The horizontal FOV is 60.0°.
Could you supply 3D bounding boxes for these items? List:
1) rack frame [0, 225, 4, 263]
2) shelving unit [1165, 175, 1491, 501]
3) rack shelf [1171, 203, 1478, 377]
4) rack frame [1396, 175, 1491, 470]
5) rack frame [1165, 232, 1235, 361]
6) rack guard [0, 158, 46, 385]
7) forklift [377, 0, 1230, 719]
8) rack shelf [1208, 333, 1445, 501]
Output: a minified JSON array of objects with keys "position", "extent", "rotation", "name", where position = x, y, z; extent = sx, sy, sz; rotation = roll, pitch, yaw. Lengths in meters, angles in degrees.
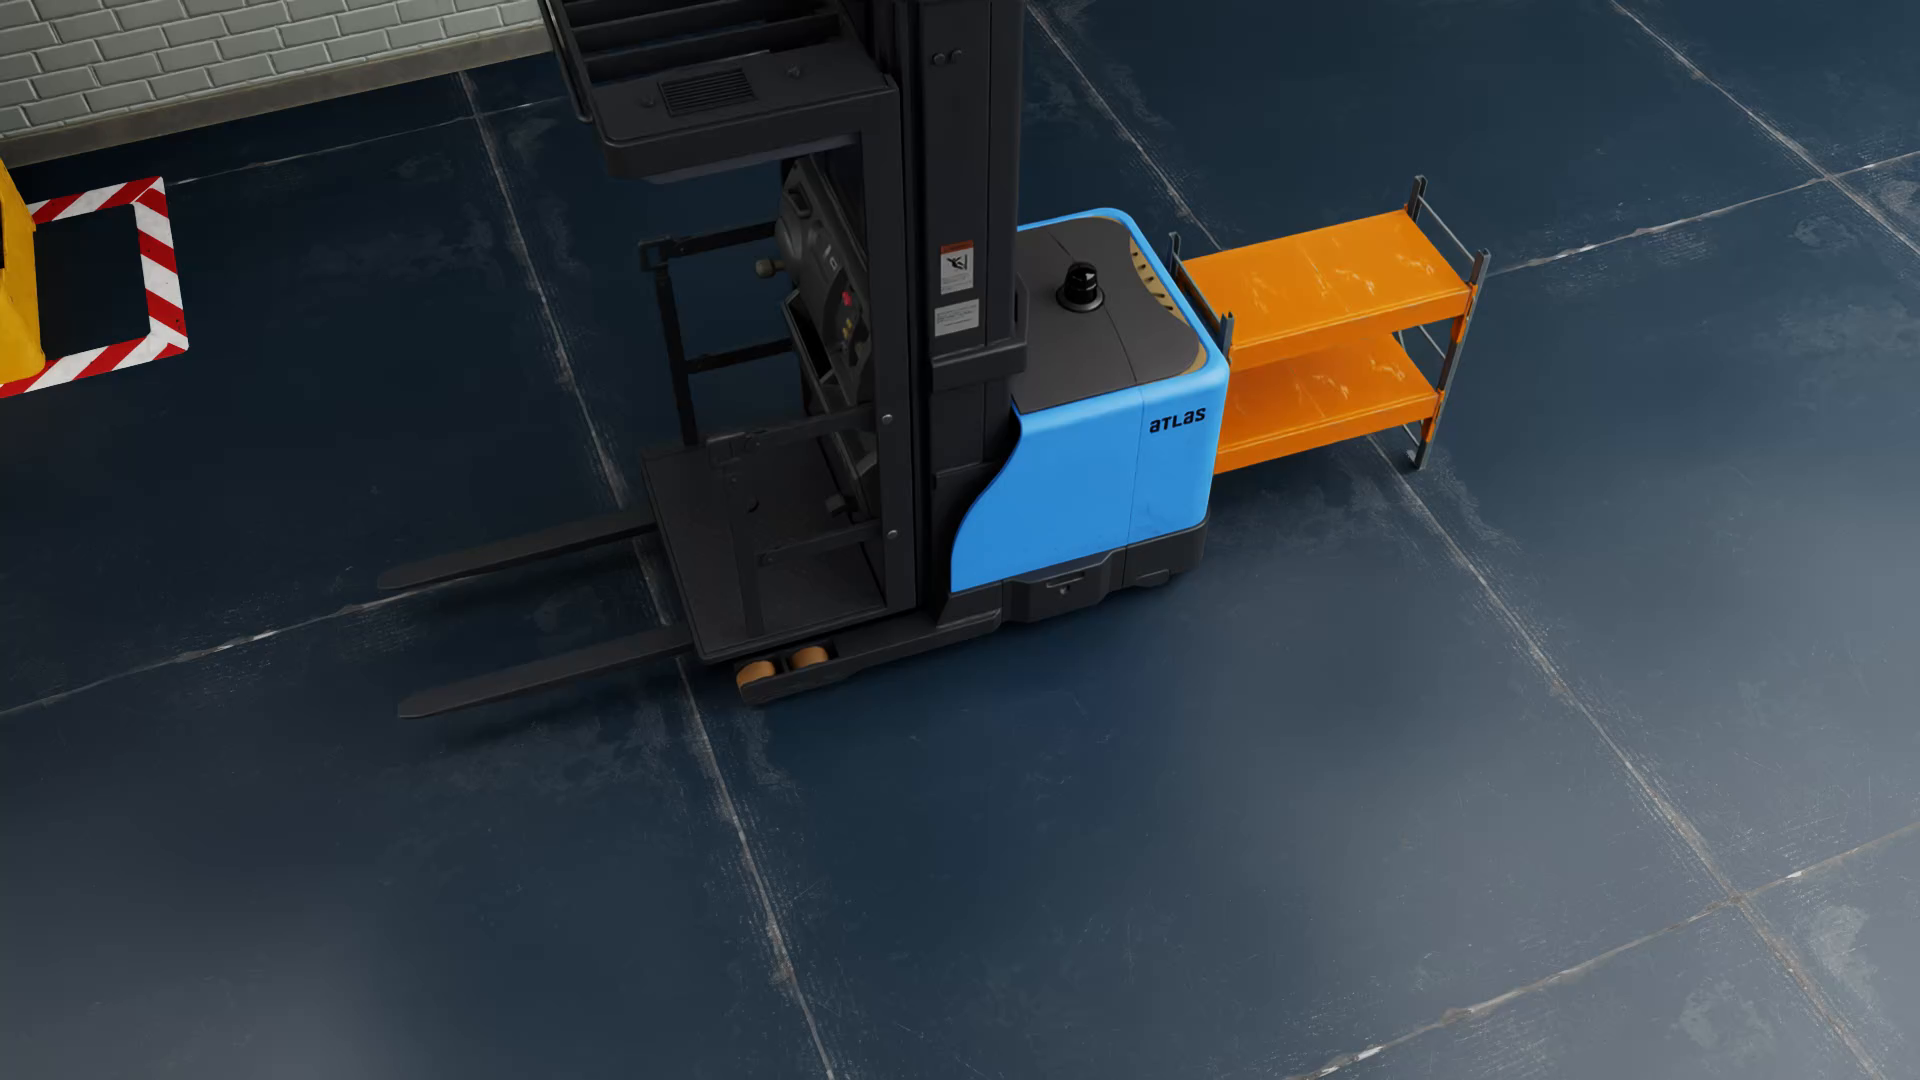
[{"position":[-4.366,-2.054,6.378],"extent":[0.127,3.000,1.000],"rotation":[-17,52,-14],"name":"rack frame"},{"position":[1.338,-0.706,6.456],"extent":[1.048,1.125,0.538],"rotation":[-15,51,-12],"name":"shelving unit"},{"position":[1.338,-0.897,6.234],"extent":[1.000,0.278,0.538],"rotation":[-15,51,-12],"name":"rack shelf"},{"position":[1.818,-0.834,6.566],"extent":[0.032,1.125,0.500],"rotation":[-15,51,-12],"name":"rack frame"},{"position":[0.859,-0.578,6.346],"extent":[0.032,1.125,0.500],"rotation":[-15,51,-12],"name":"rack frame"},{"position":[-4.344,-1.247,7.332],"extent":[0.348,0.500,1.175],"rotation":[-17,52,-14],"name":"rack guard"},{"position":[-0.628,-0.812,5.356],"extent":[3.031,2.935,1.130],"rotation":[-15,51,-12],"name":"forklift"},{"position":[1.338,-0.547,6.641],"extent":[1.000,0.278,0.538],"rotation":[-15,51,-12],"name":"rack shelf"}]
